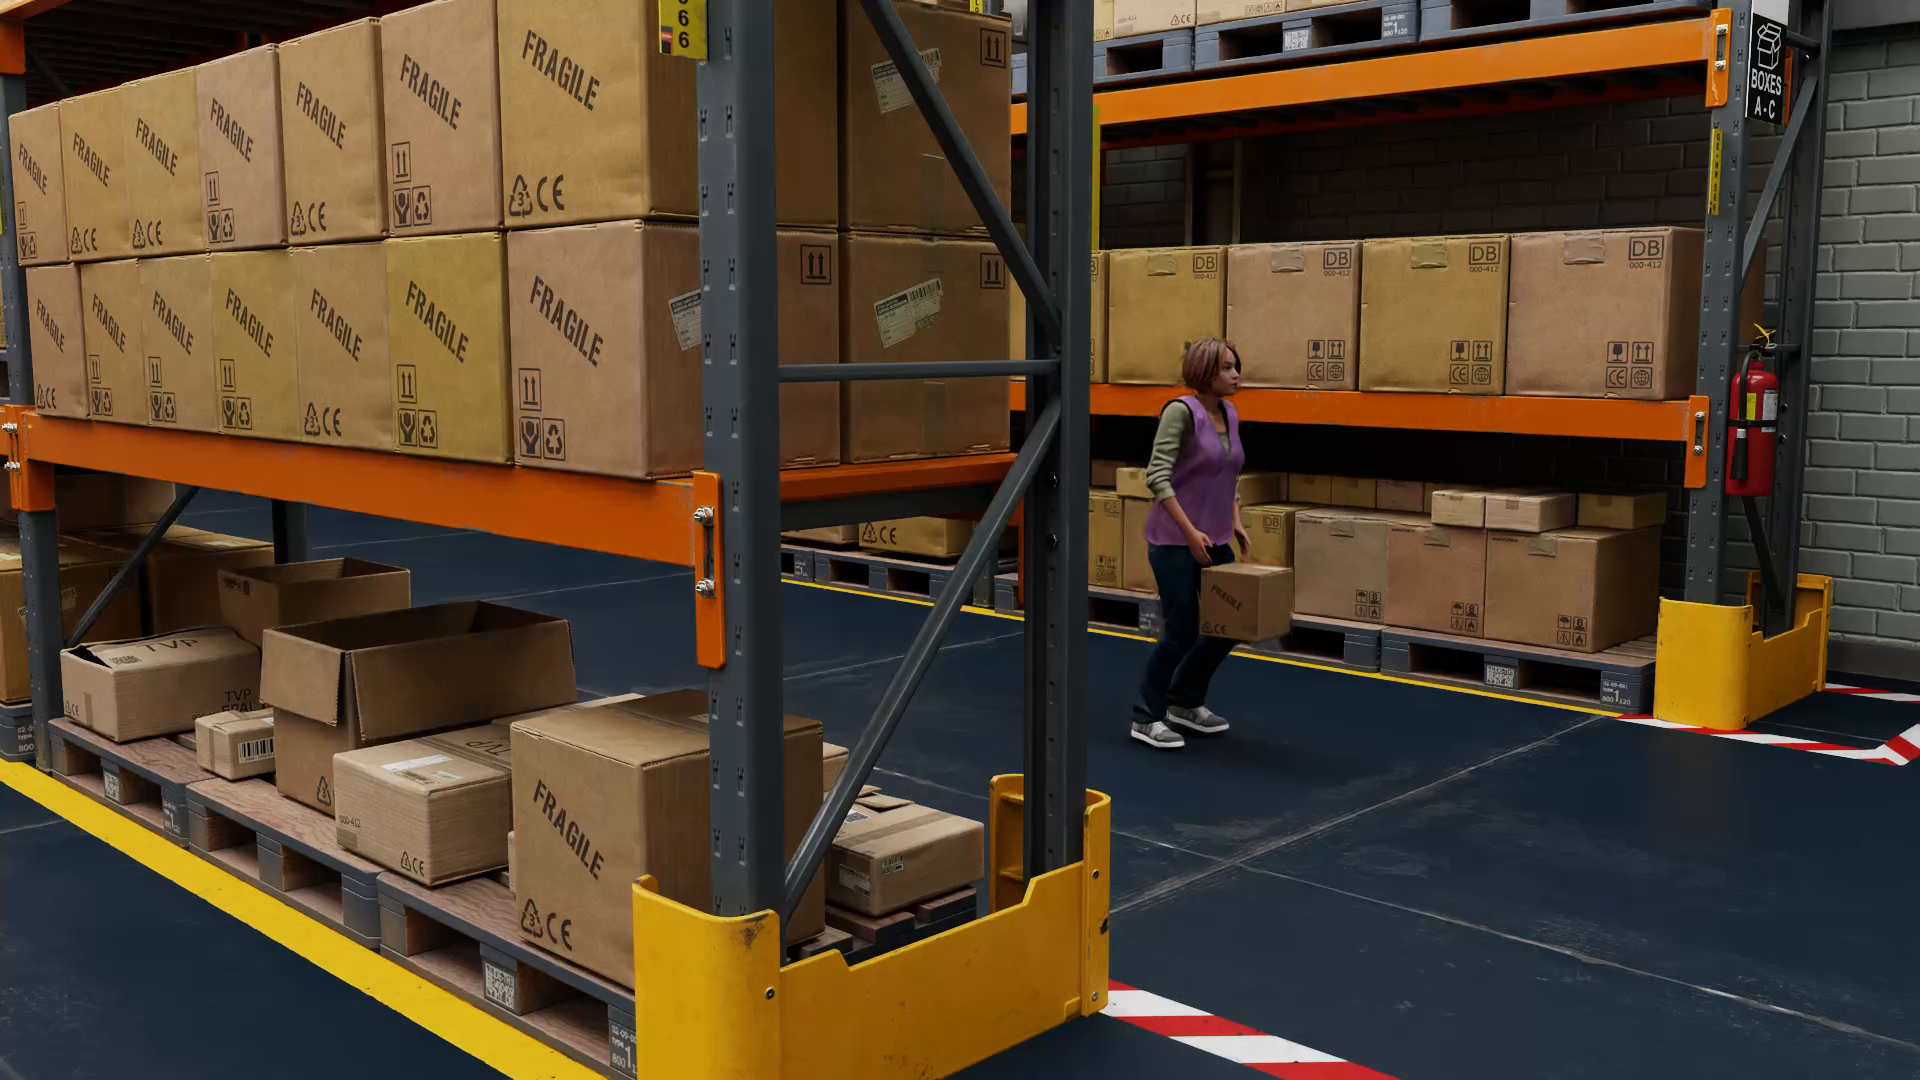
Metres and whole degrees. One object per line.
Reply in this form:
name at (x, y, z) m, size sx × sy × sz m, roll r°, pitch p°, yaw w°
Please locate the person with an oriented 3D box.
person at (0.897, 0.012, 6.351) m, size 0.536 × 1.563 × 0.443 m, roll -7°, pitch 10°, yaw -43°
